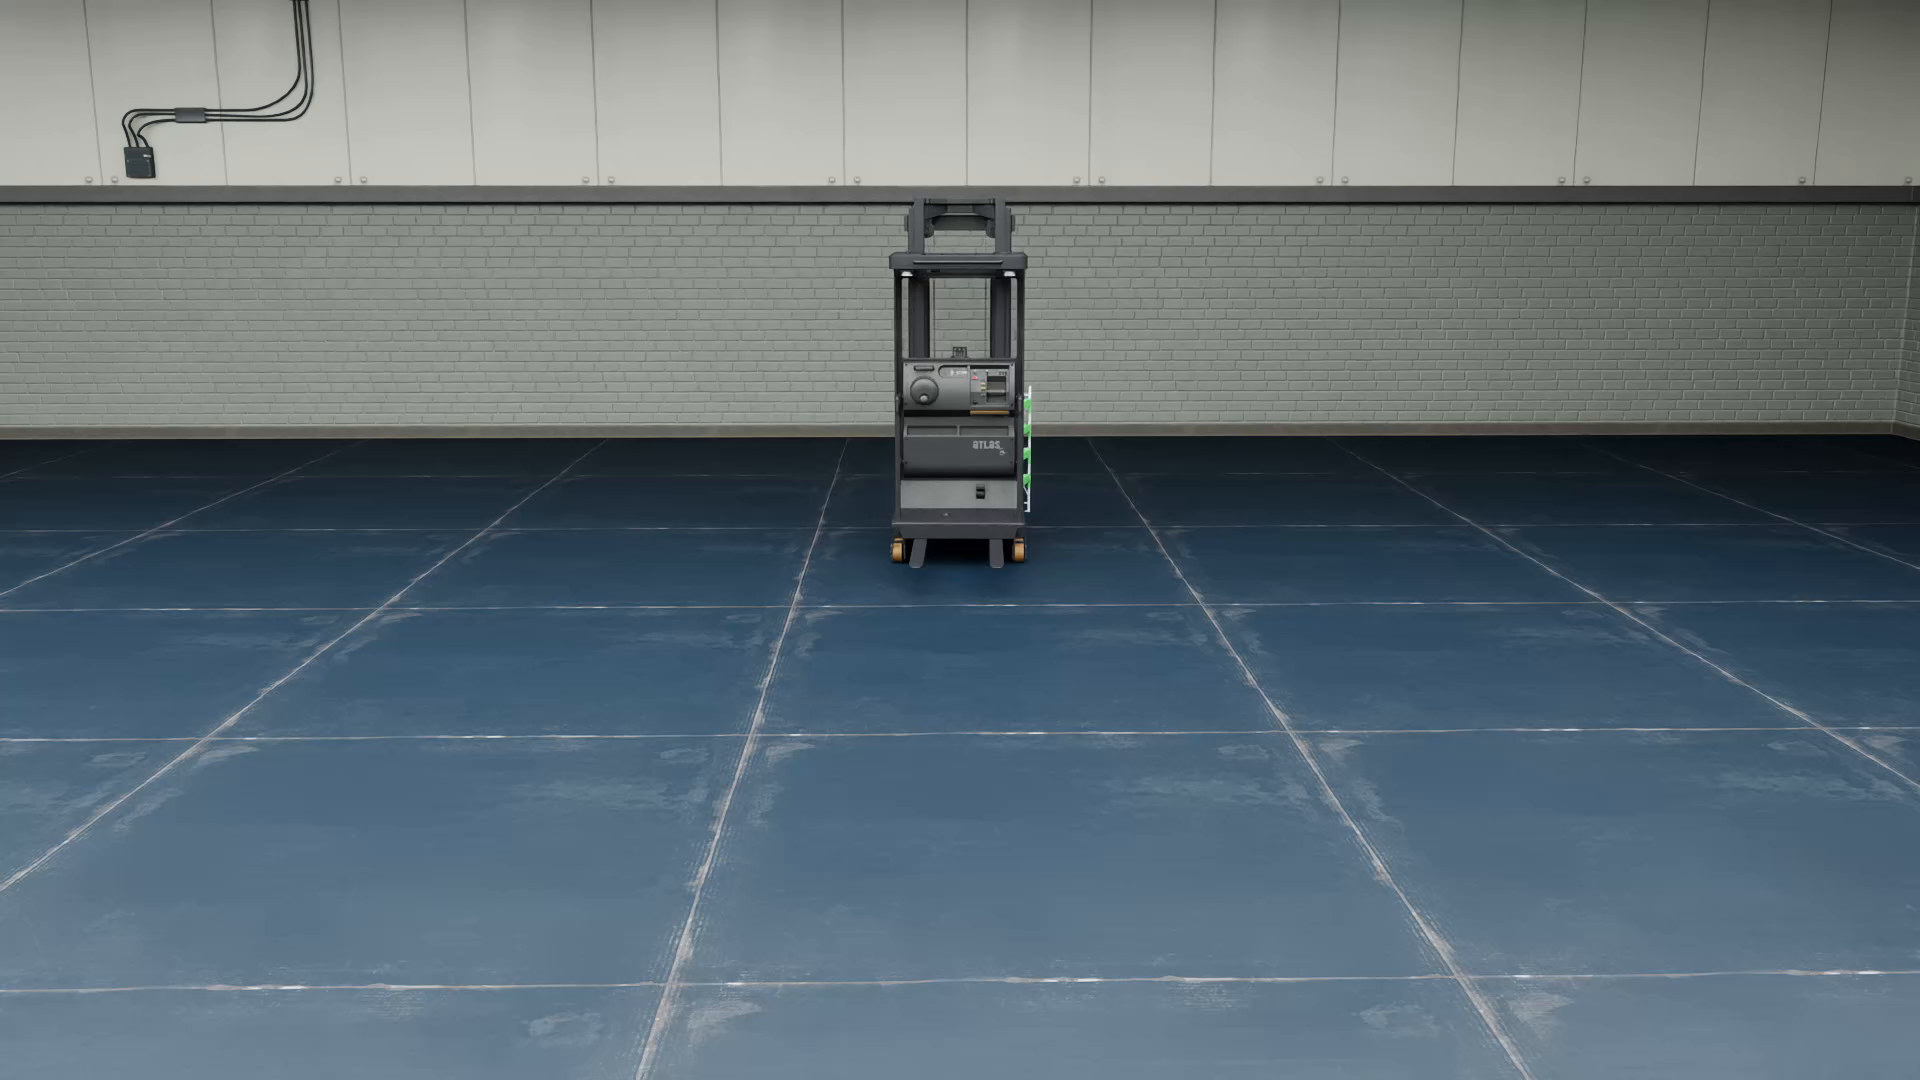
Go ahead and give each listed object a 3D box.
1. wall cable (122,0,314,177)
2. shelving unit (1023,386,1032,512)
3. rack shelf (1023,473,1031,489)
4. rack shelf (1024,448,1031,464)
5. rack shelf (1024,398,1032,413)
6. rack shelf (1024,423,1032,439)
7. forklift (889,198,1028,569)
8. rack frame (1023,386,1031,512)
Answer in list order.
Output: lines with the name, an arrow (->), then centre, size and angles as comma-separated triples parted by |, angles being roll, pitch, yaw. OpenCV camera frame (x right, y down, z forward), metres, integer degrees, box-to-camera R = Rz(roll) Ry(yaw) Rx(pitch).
wall cable -> -8.908, -7.335, 19.527 | 2.305, 6.003, 0.169 | 0, 11, -1
shelving unit -> 0.493, -0.825, 15.585 | 0.258, 1.200, 0.503 | 3, 11, 14
rack shelf -> 0.492, -0.526, 15.641 | 0.258, 0.148, 0.480 | 3, 11, 14
rack shelf -> 0.493, -0.762, 15.597 | 0.258, 0.148, 0.480 | 3, 11, 14
rack shelf -> 0.495, -1.234, 15.510 | 0.258, 0.148, 0.480 | 3, 11, 14
rack shelf -> 0.494, -0.998, 15.553 | 0.258, 0.148, 0.480 | 3, 11, 14
forklift -> -0.008, -1.312, 13.655 | 1.130, 2.935, 3.031 | 0, 11, 1
rack frame -> 0.552, -0.868, 15.818 | 0.240, 1.200, 0.015 | 3, 11, 14
